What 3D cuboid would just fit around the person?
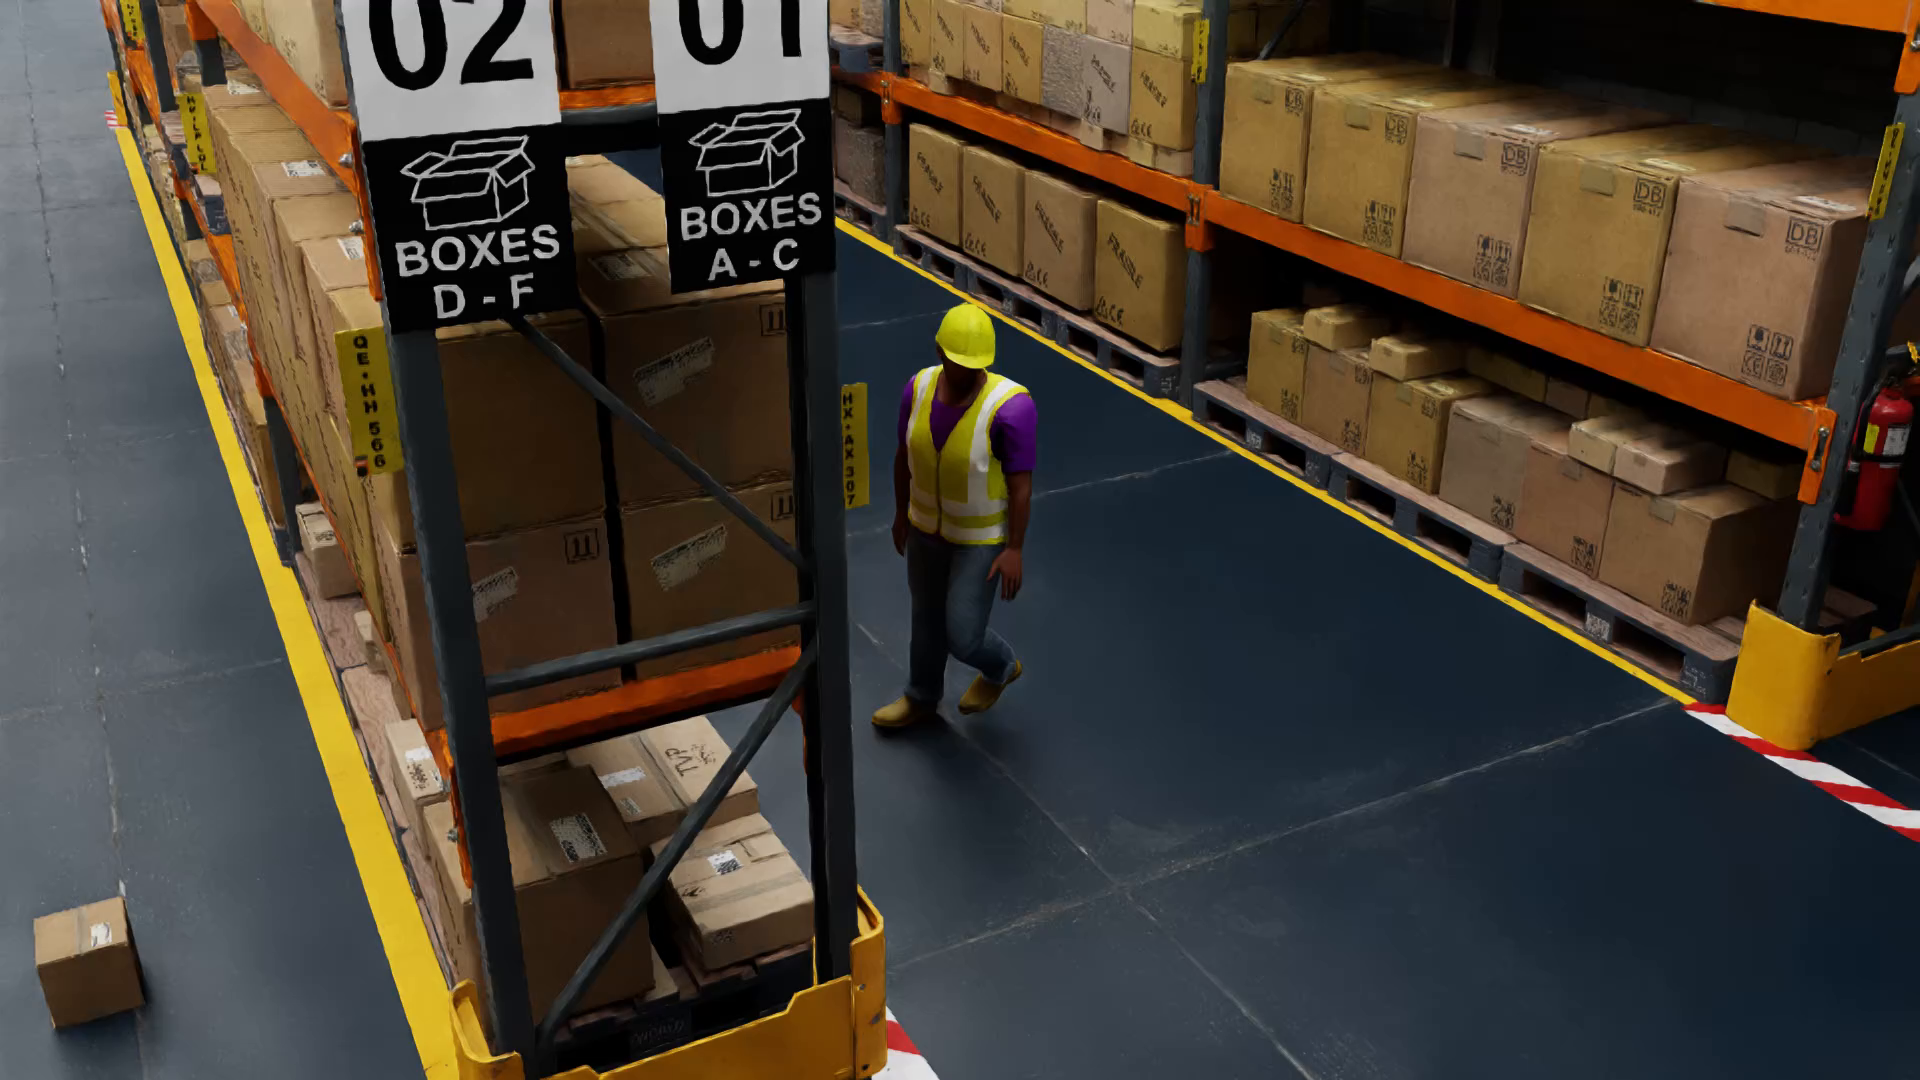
[{"bbox_3d":[0.019,-0.053,6.174,0.635,1.758,0.494,17,30,32],"label":"person"}]
